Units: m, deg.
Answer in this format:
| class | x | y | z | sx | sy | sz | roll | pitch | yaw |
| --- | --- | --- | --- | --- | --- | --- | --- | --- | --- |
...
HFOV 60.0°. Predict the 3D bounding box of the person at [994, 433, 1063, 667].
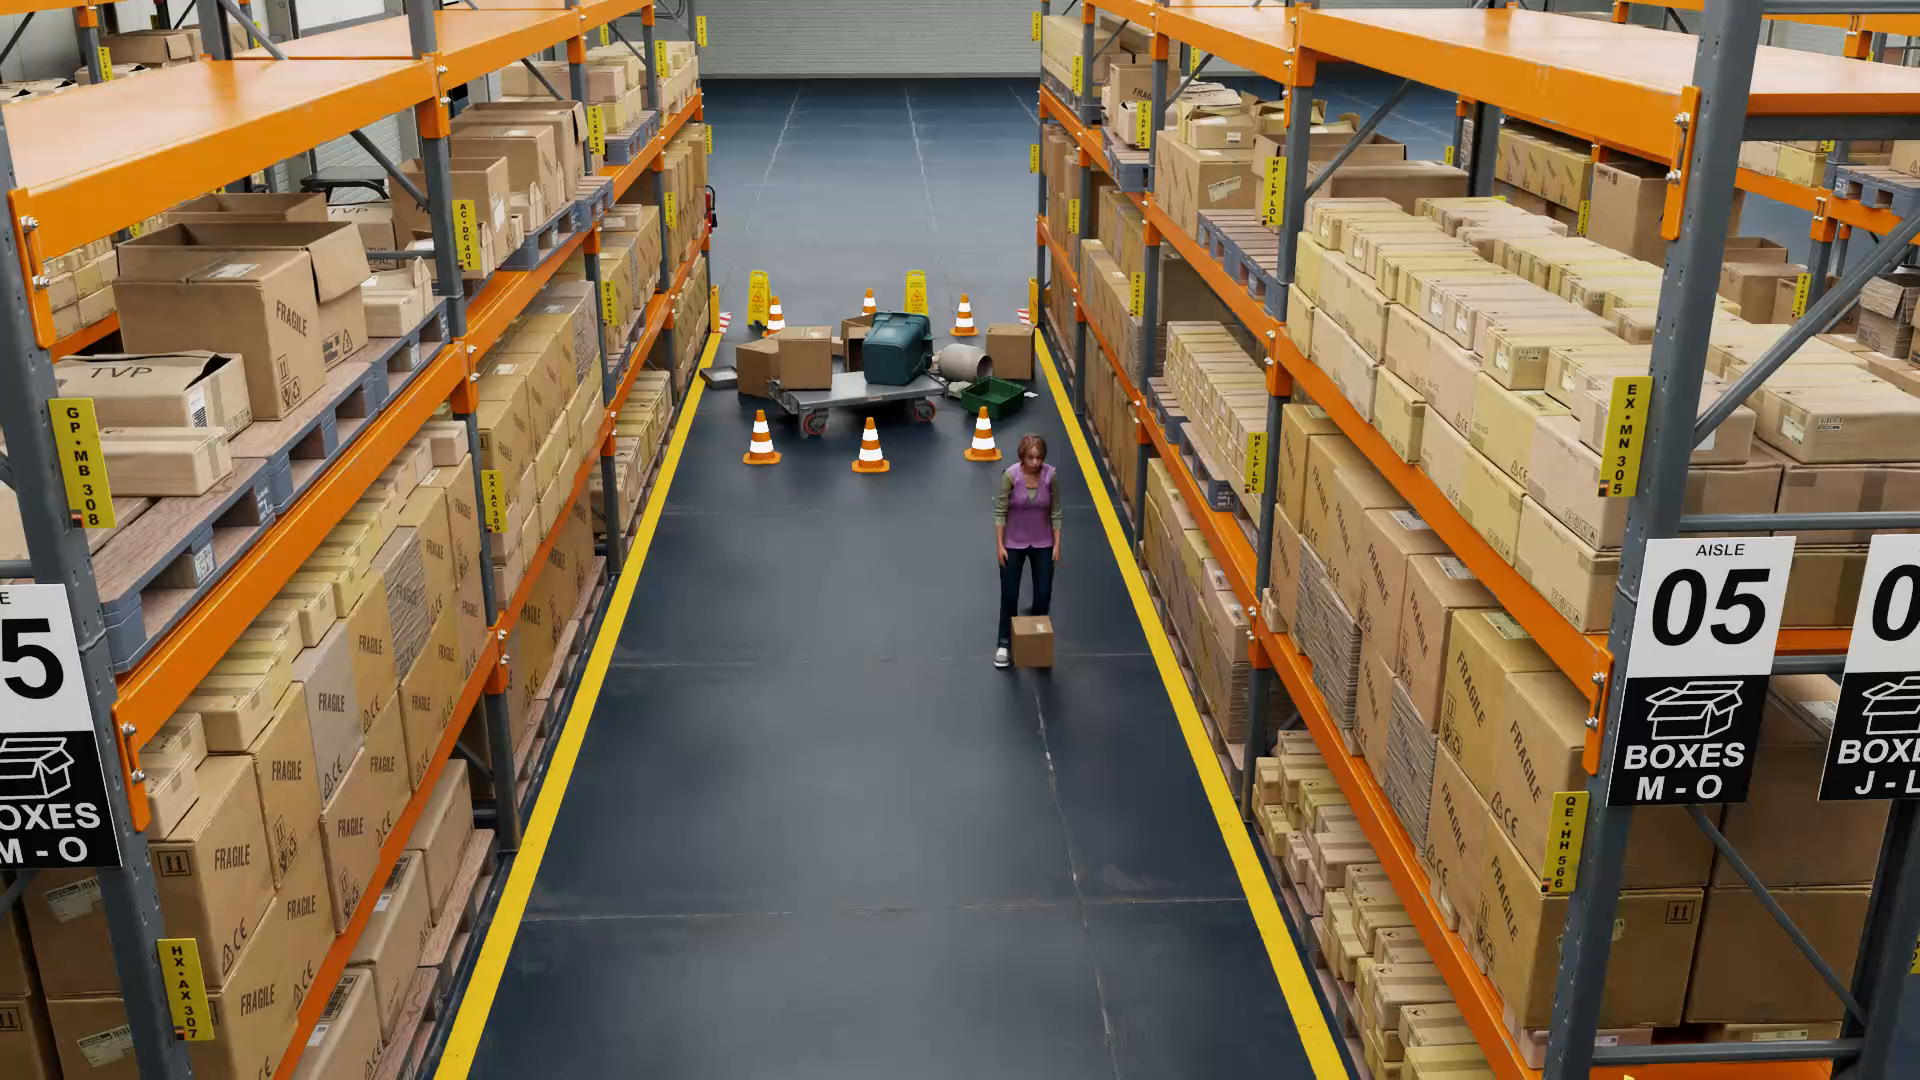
| class | x | y | z | sx | sy | sz | roll | pitch | yaw |
| --- | --- | --- | --- | --- | --- | --- | --- | --- | --- |
| person | 0.450 | 0.059 | 10.935 | 0.458 | 1.595 | 0.374 | -2 | 21 | -5 |
